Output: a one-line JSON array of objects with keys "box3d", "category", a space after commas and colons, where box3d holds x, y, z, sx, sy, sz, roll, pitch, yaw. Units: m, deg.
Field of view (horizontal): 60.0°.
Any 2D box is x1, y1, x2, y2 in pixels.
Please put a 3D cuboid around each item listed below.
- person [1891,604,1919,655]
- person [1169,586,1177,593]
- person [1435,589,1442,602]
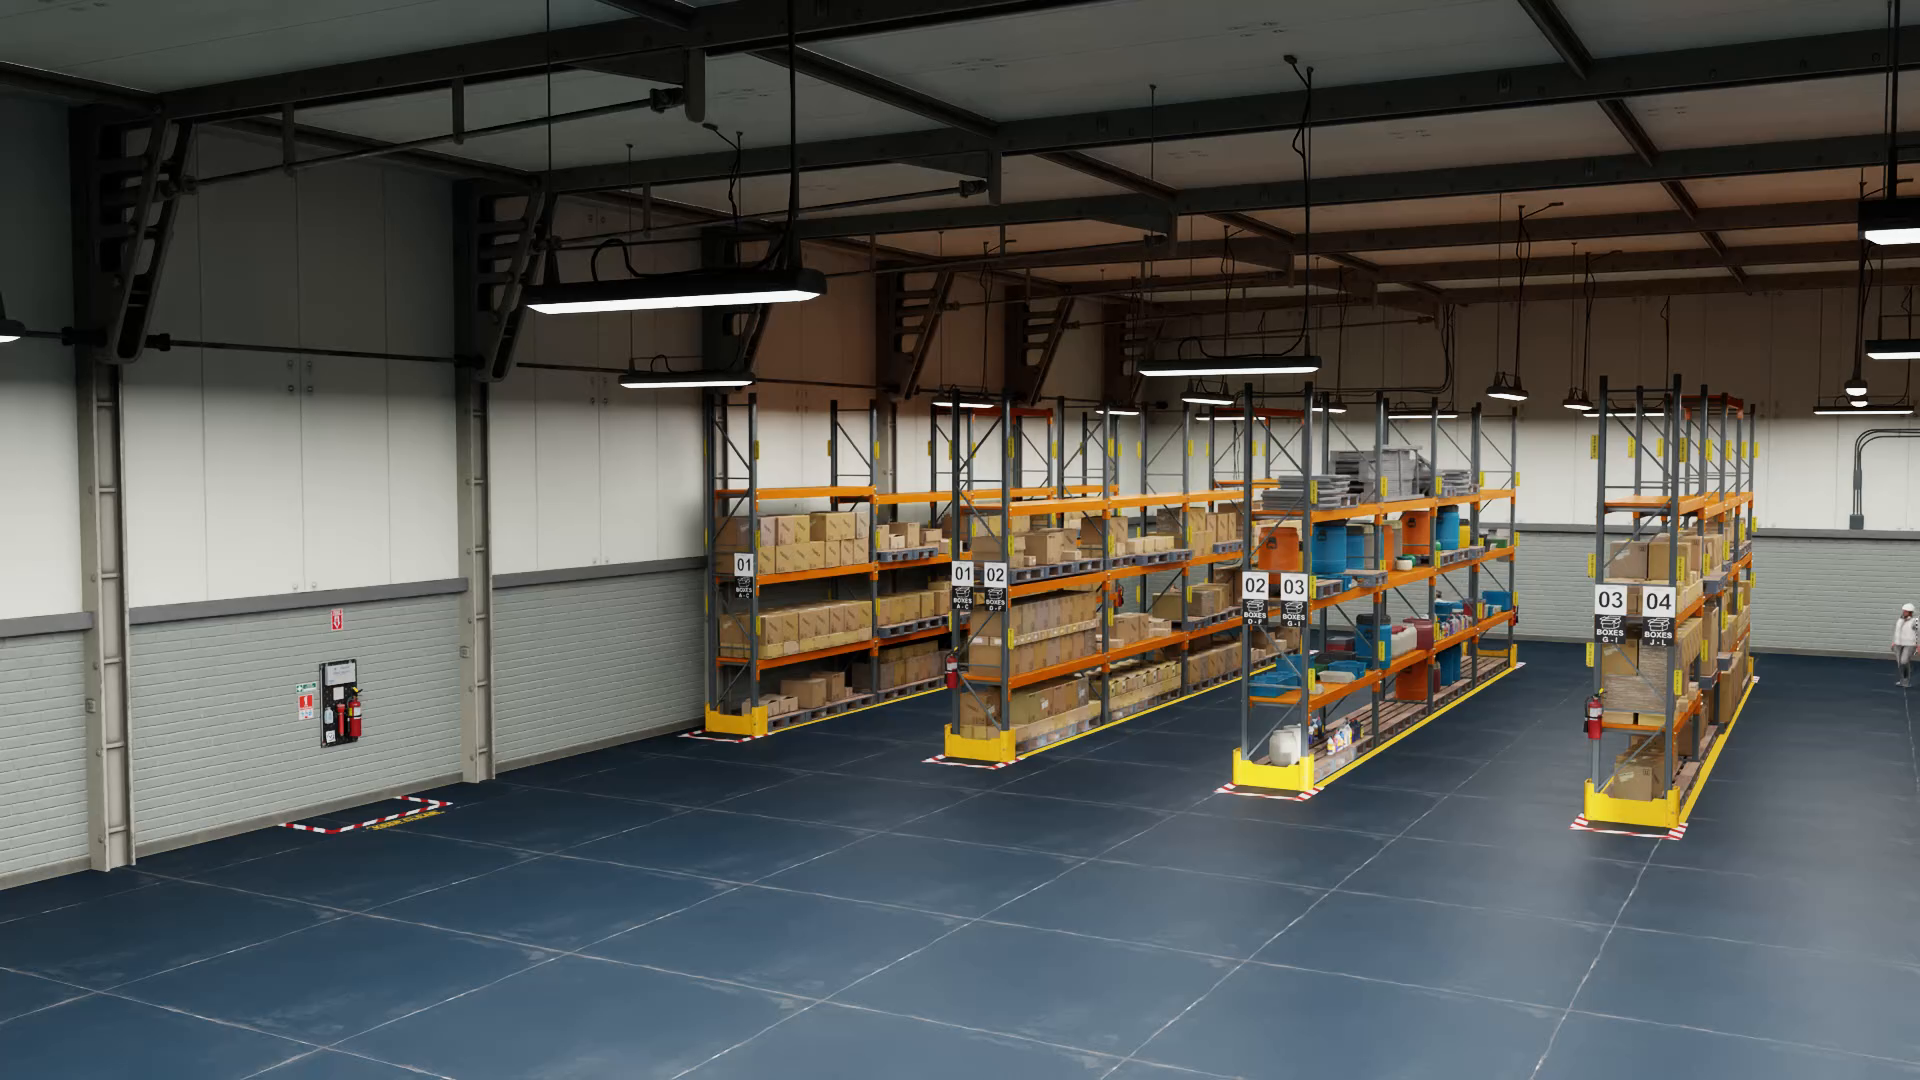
[{"box3d": [19.932, 1.869, 35.007, 0.320, 1.071, 0.613, -2, 3, -26], "category": "person"}, {"box3d": [5.301, 1.916, 41.485, 0.500, 1.555, 0.935, 2, 3, 26], "category": "person"}, {"box3d": [11.590, 1.990, 40.329, 0.970, 1.642, 0.397, 2, 3, 28], "category": "person"}]
